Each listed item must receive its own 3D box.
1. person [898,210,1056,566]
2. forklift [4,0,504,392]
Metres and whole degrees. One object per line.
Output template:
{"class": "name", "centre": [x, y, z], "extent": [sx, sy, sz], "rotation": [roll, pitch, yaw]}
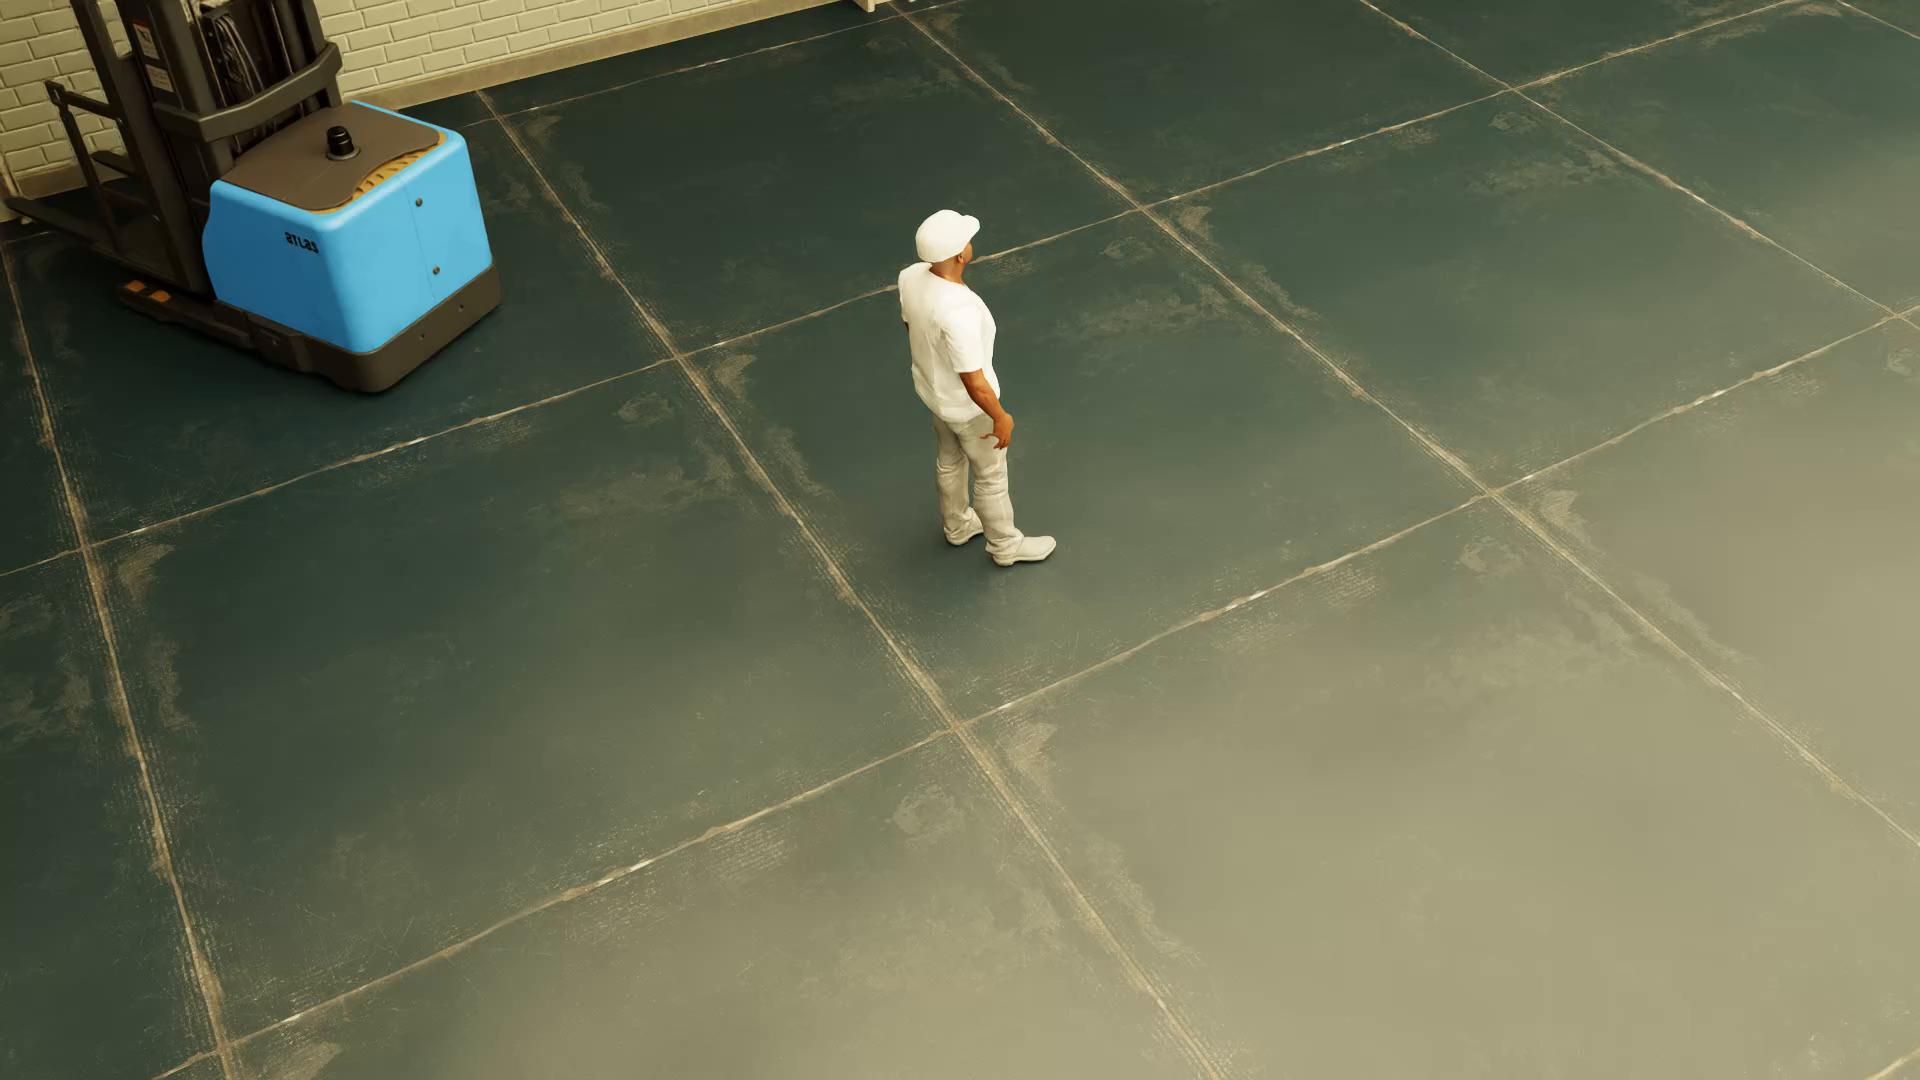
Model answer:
{"class": "person", "centre": [0.063, -0.673, 7.270], "extent": [0.575, 1.768, 0.666], "rotation": [-21, 47, -21]}
{"class": "forklift", "centre": [-4.061, -2.569, 8.468], "extent": [3.031, 2.935, 1.130], "rotation": [21, 47, 21]}
